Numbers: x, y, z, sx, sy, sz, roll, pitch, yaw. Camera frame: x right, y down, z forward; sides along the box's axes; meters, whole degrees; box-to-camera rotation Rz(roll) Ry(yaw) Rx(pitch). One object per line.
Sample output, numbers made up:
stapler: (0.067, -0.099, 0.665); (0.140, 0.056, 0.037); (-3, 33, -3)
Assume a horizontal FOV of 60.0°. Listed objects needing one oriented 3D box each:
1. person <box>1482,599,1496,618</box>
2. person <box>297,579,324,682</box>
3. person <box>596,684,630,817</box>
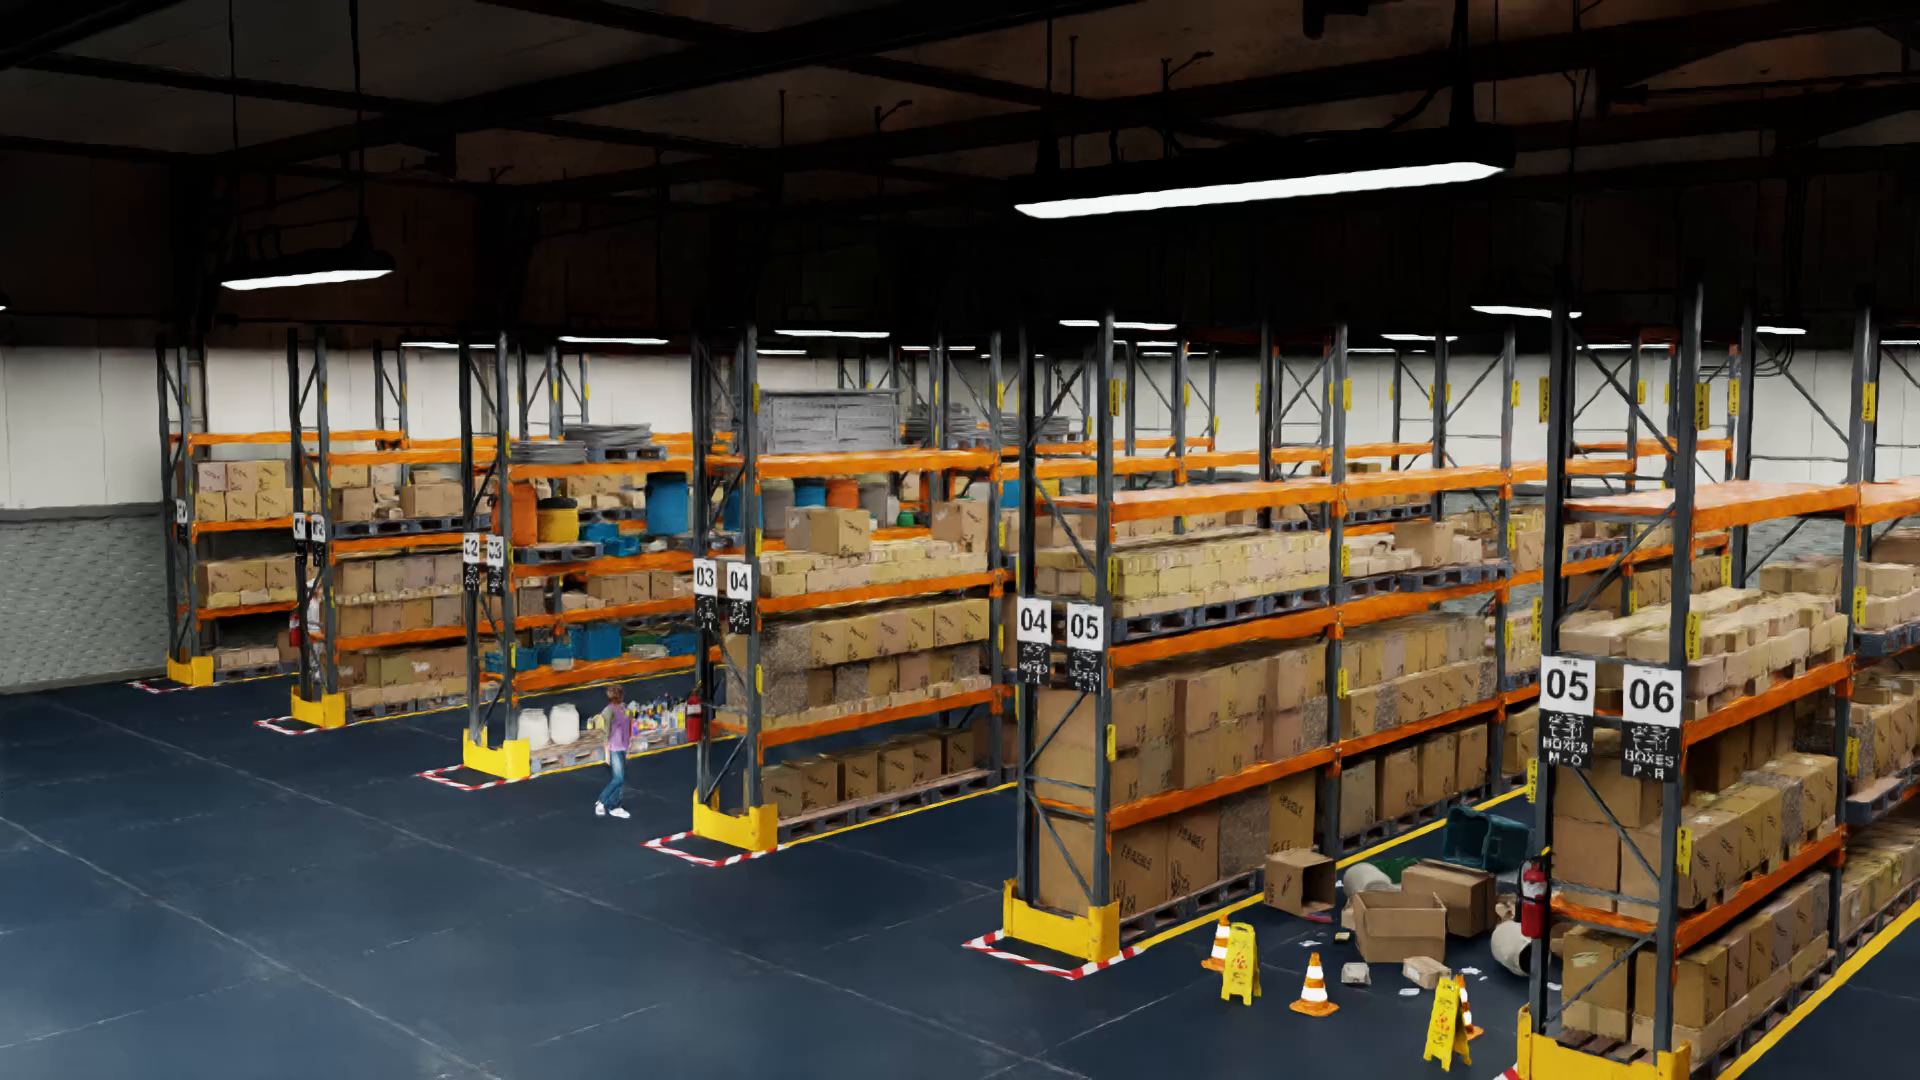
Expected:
person: (8.742, 1.771, 27.313); (1.115, 1.647, 0.543); (-5, 8, -45)
person: (-11.216, 1.571, 28.785); (0.443, 1.786, 0.598); (2, 6, 16)
person: (-4.127, 2.514, 19.793); (0.407, 1.594, 0.459); (1, 6, 13)
